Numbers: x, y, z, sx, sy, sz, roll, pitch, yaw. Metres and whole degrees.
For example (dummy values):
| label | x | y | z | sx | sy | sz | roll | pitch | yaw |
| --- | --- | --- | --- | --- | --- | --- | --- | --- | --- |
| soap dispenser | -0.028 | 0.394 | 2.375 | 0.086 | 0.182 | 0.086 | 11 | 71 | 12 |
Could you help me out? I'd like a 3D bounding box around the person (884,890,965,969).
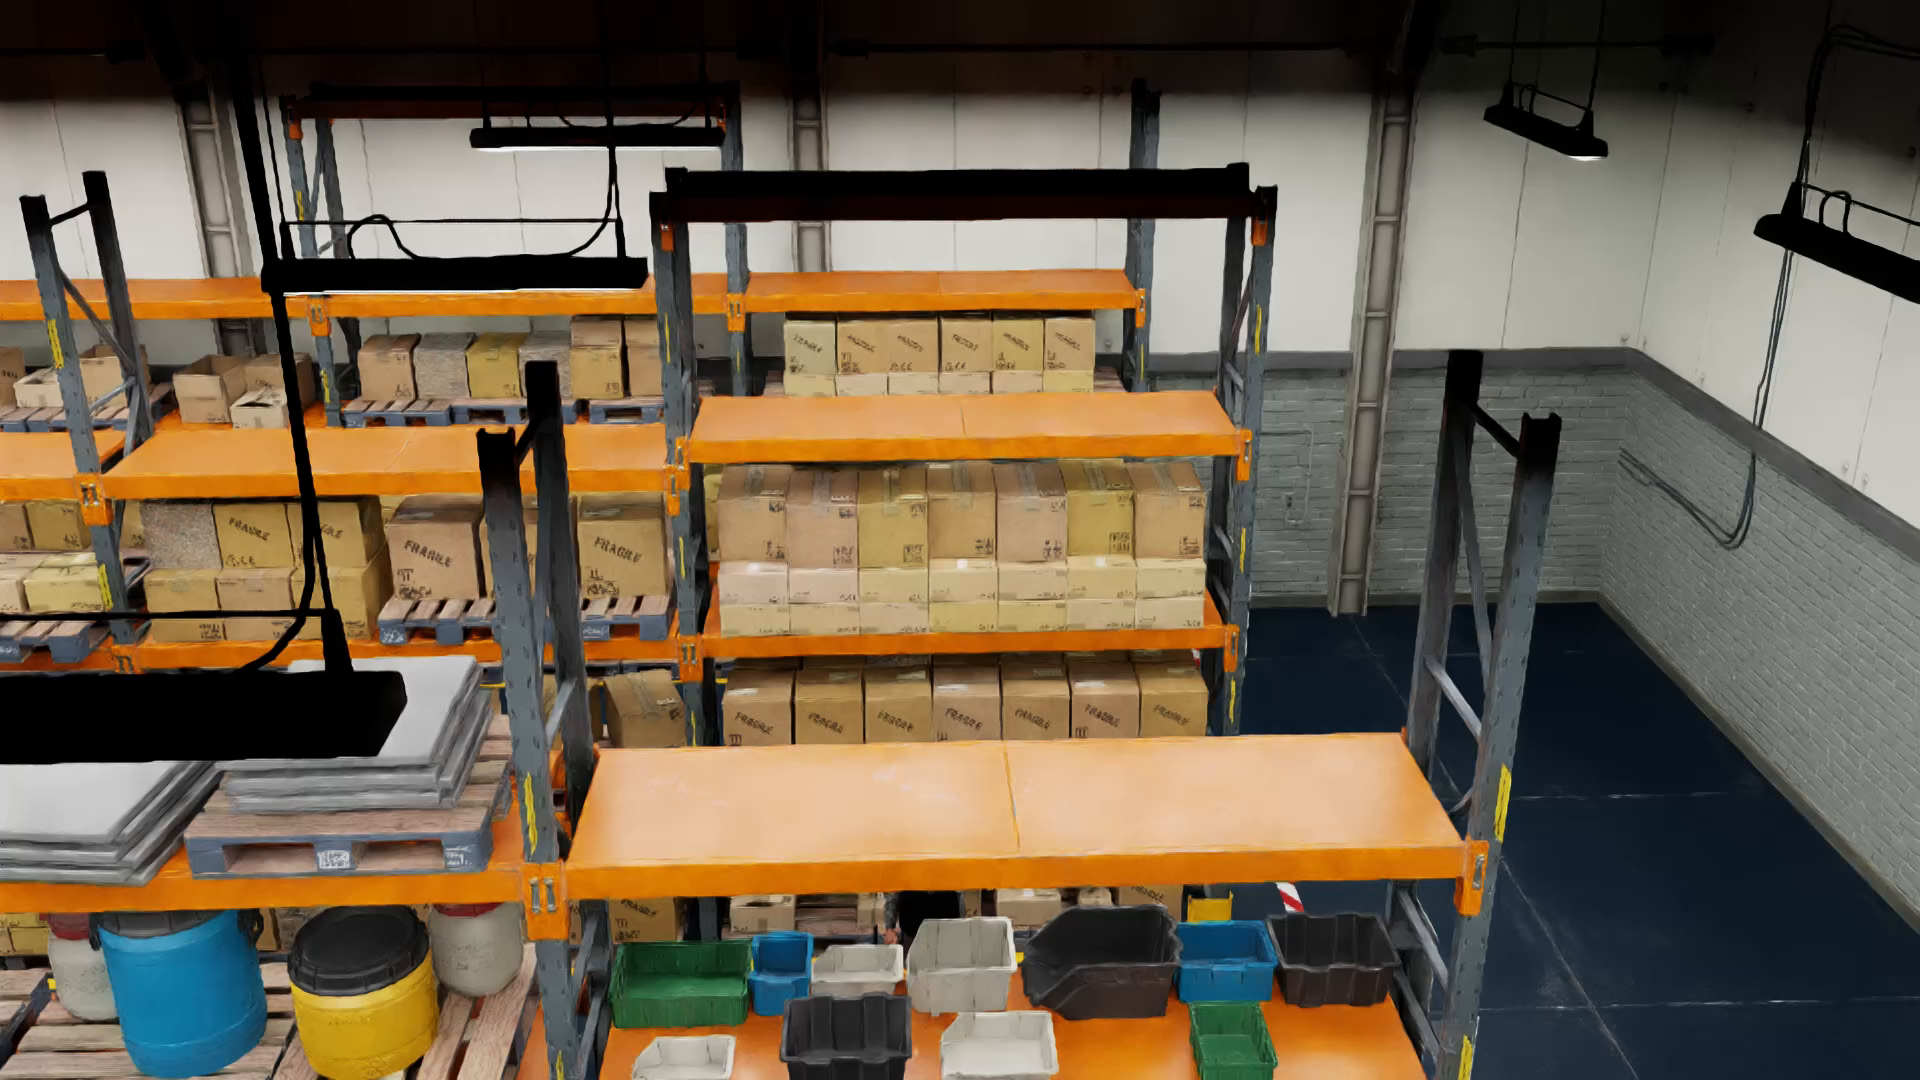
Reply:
| label | x | y | z | sx | sy | sz | roll | pitch | yaw |
| --- | --- | --- | --- | --- | --- | --- | --- | --- | --- |
| person | -0.268 | 2.799 | 11.943 | 0.622 | 1.721 | 0.382 | -3 | 22 | -8 |
